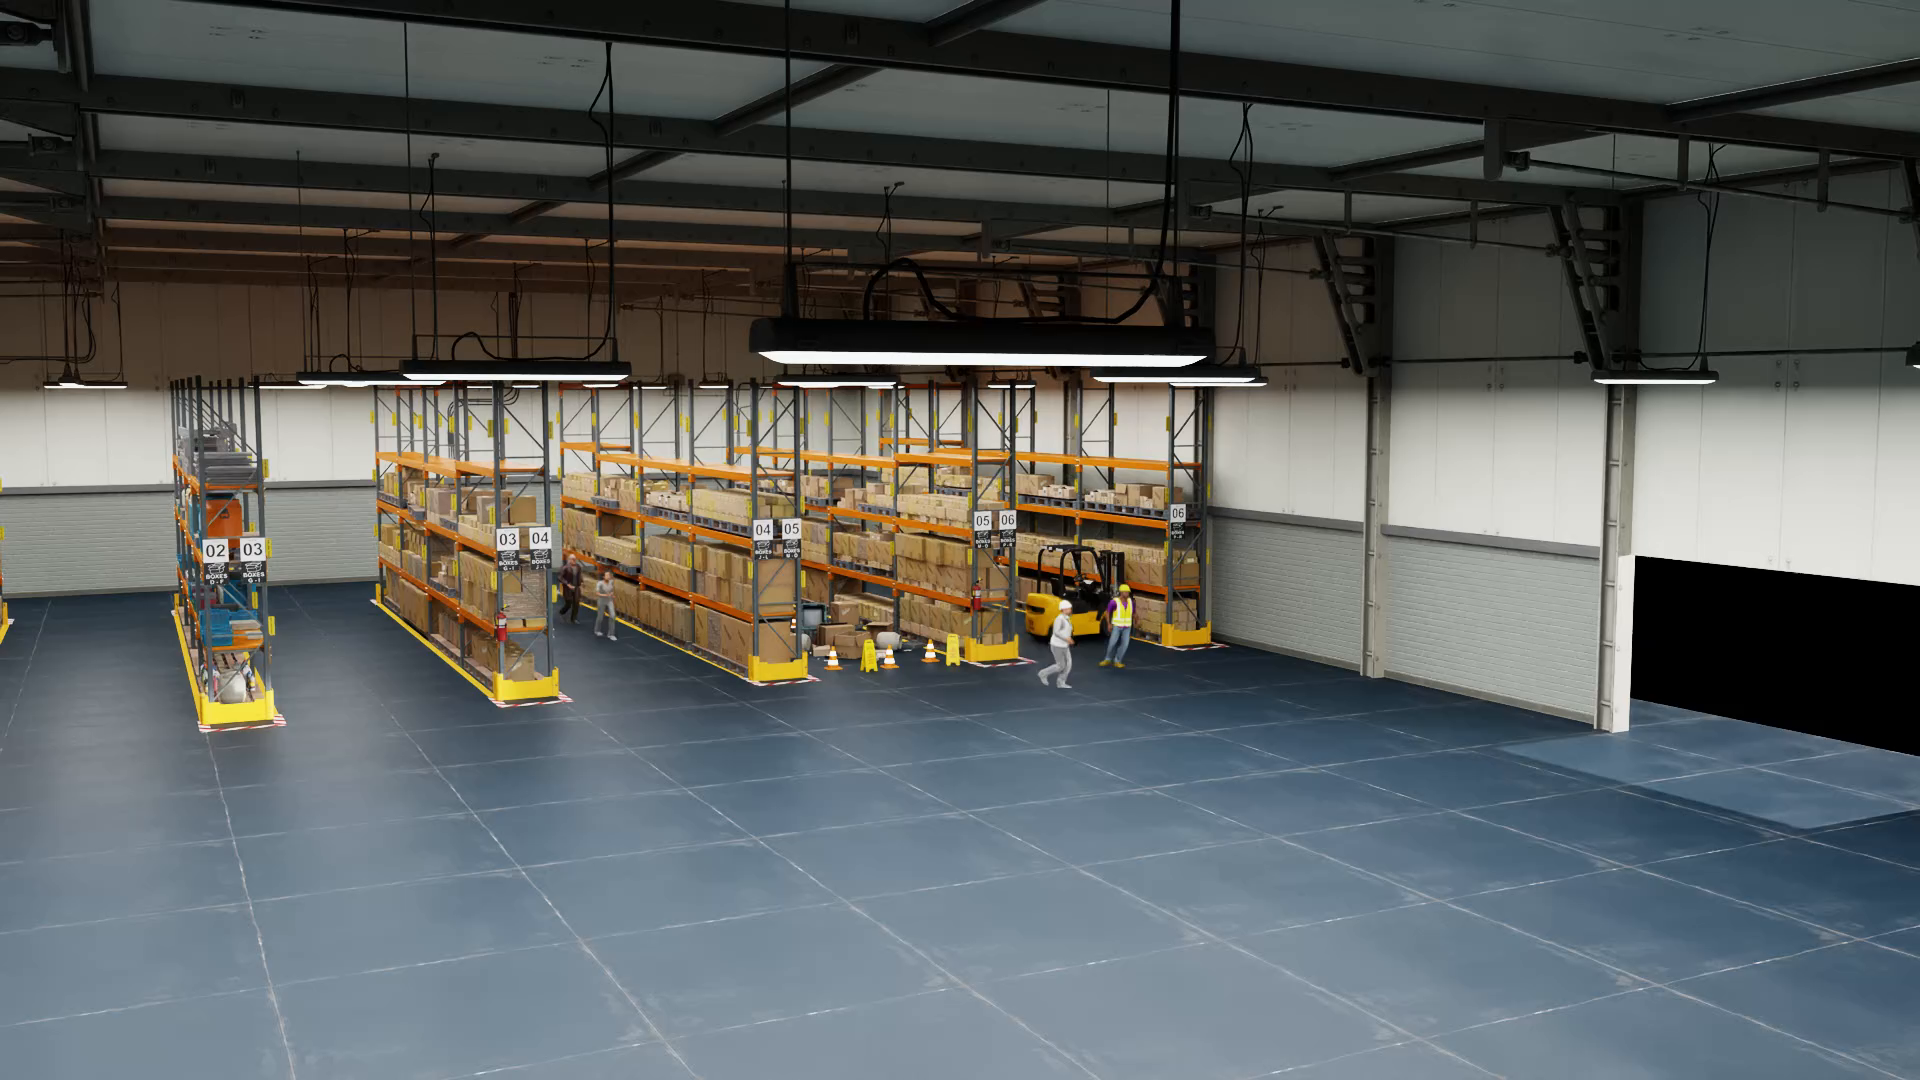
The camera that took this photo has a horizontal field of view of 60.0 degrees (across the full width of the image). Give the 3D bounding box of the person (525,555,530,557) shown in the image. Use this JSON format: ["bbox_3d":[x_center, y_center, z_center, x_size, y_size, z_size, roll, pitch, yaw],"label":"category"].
[{"bbox_3d":[-12.012,0.755,46.060,0.672,1.736,0.848,-5,7,-43],"label":"person"}]

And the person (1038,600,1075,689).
[{"bbox_3d":[1.892,2.018,32.141,0.753,1.725,0.659,2,6,23],"label":"person"}]

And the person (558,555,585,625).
[{"bbox_3d":[-9.661,1.211,41.091,0.706,1.734,0.874,-4,7,-39],"label":"person"}]

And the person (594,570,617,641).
[{"bbox_3d":[-8.218,1.593,38.498,0.561,1.424,0.955,-3,6,-33],"label":"person"}]

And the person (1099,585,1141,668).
[{"bbox_3d":[3.321,1.792,34.476,0.795,1.735,0.567,-2,5,-21],"label":"person"}]
